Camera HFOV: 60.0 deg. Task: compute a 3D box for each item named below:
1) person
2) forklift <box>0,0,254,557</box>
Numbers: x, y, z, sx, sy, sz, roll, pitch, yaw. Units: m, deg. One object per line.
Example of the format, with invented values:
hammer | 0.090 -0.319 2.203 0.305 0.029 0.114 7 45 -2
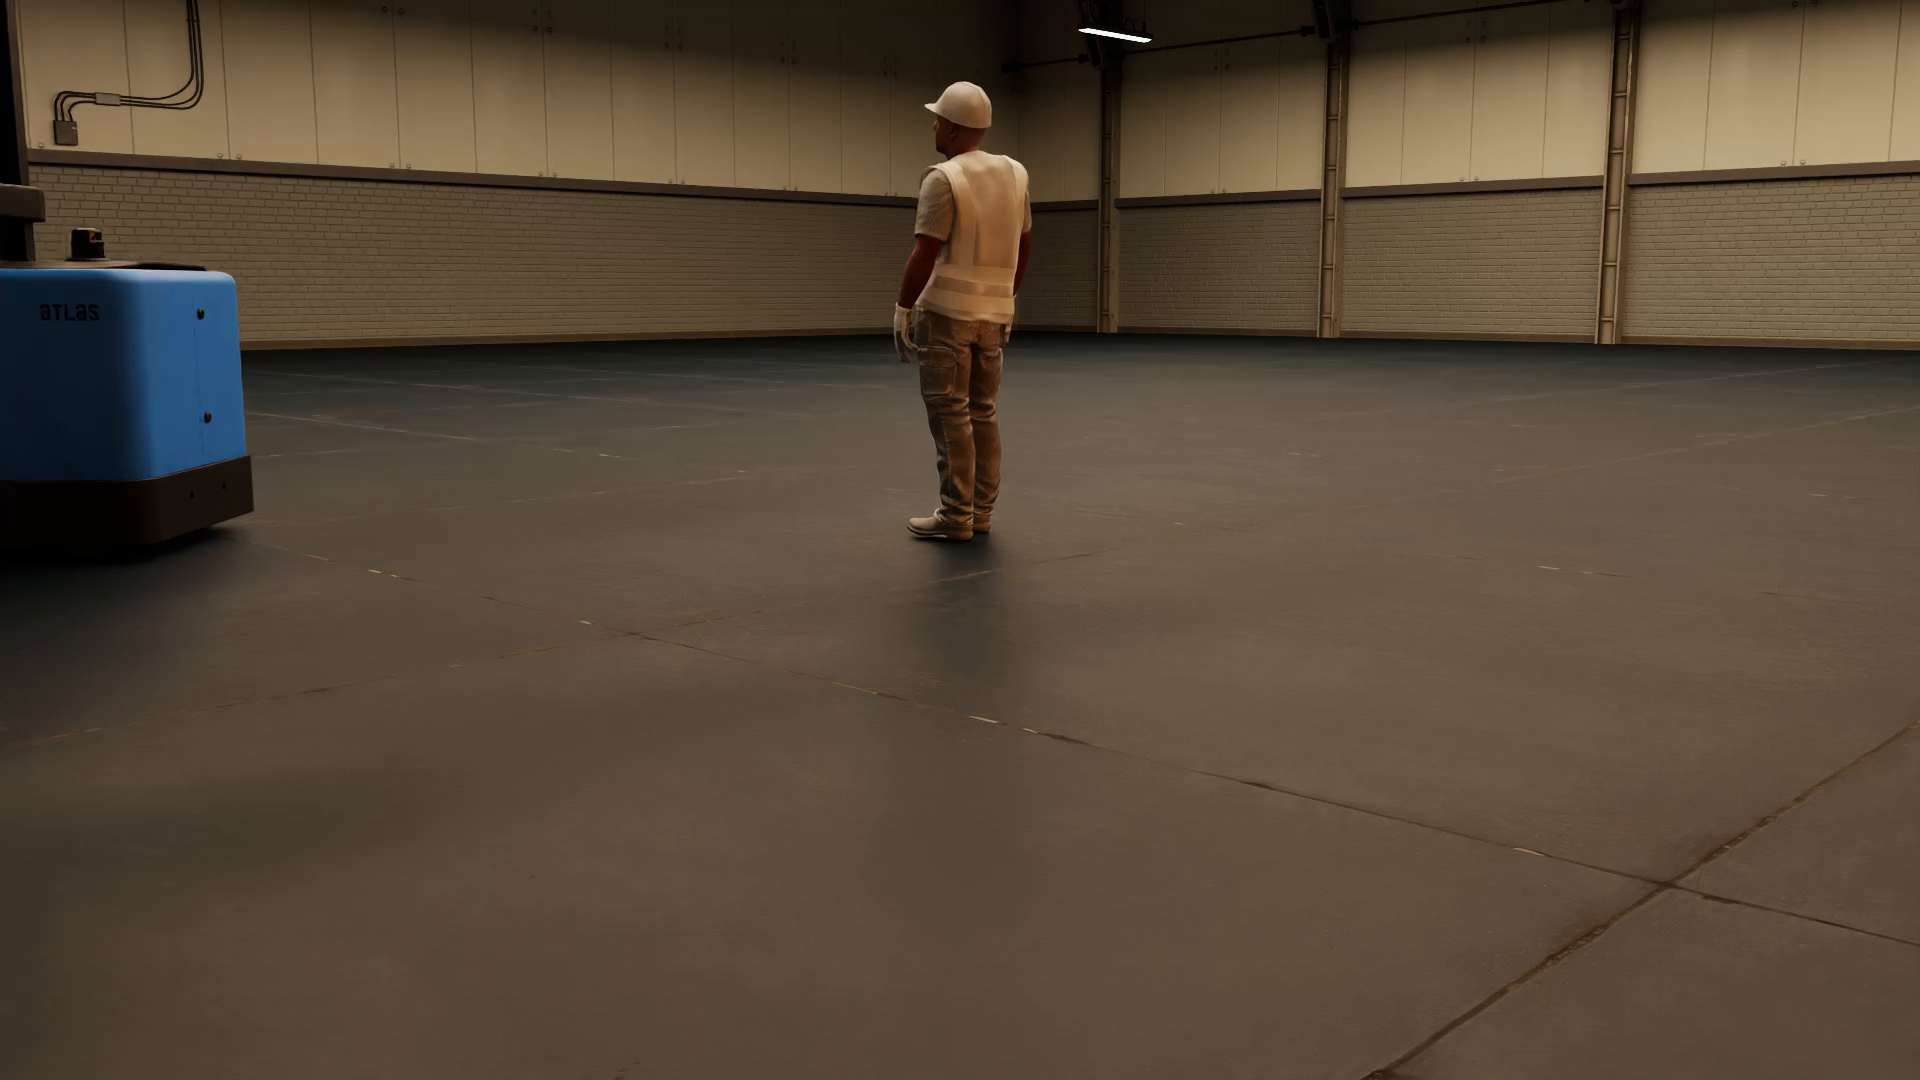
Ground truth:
person | -0.046 -0.897 6.639 0.577 1.781 0.656 8 12 43
forklift | -4.494 -1.429 6.366 3.031 2.935 1.130 0 9 -1
